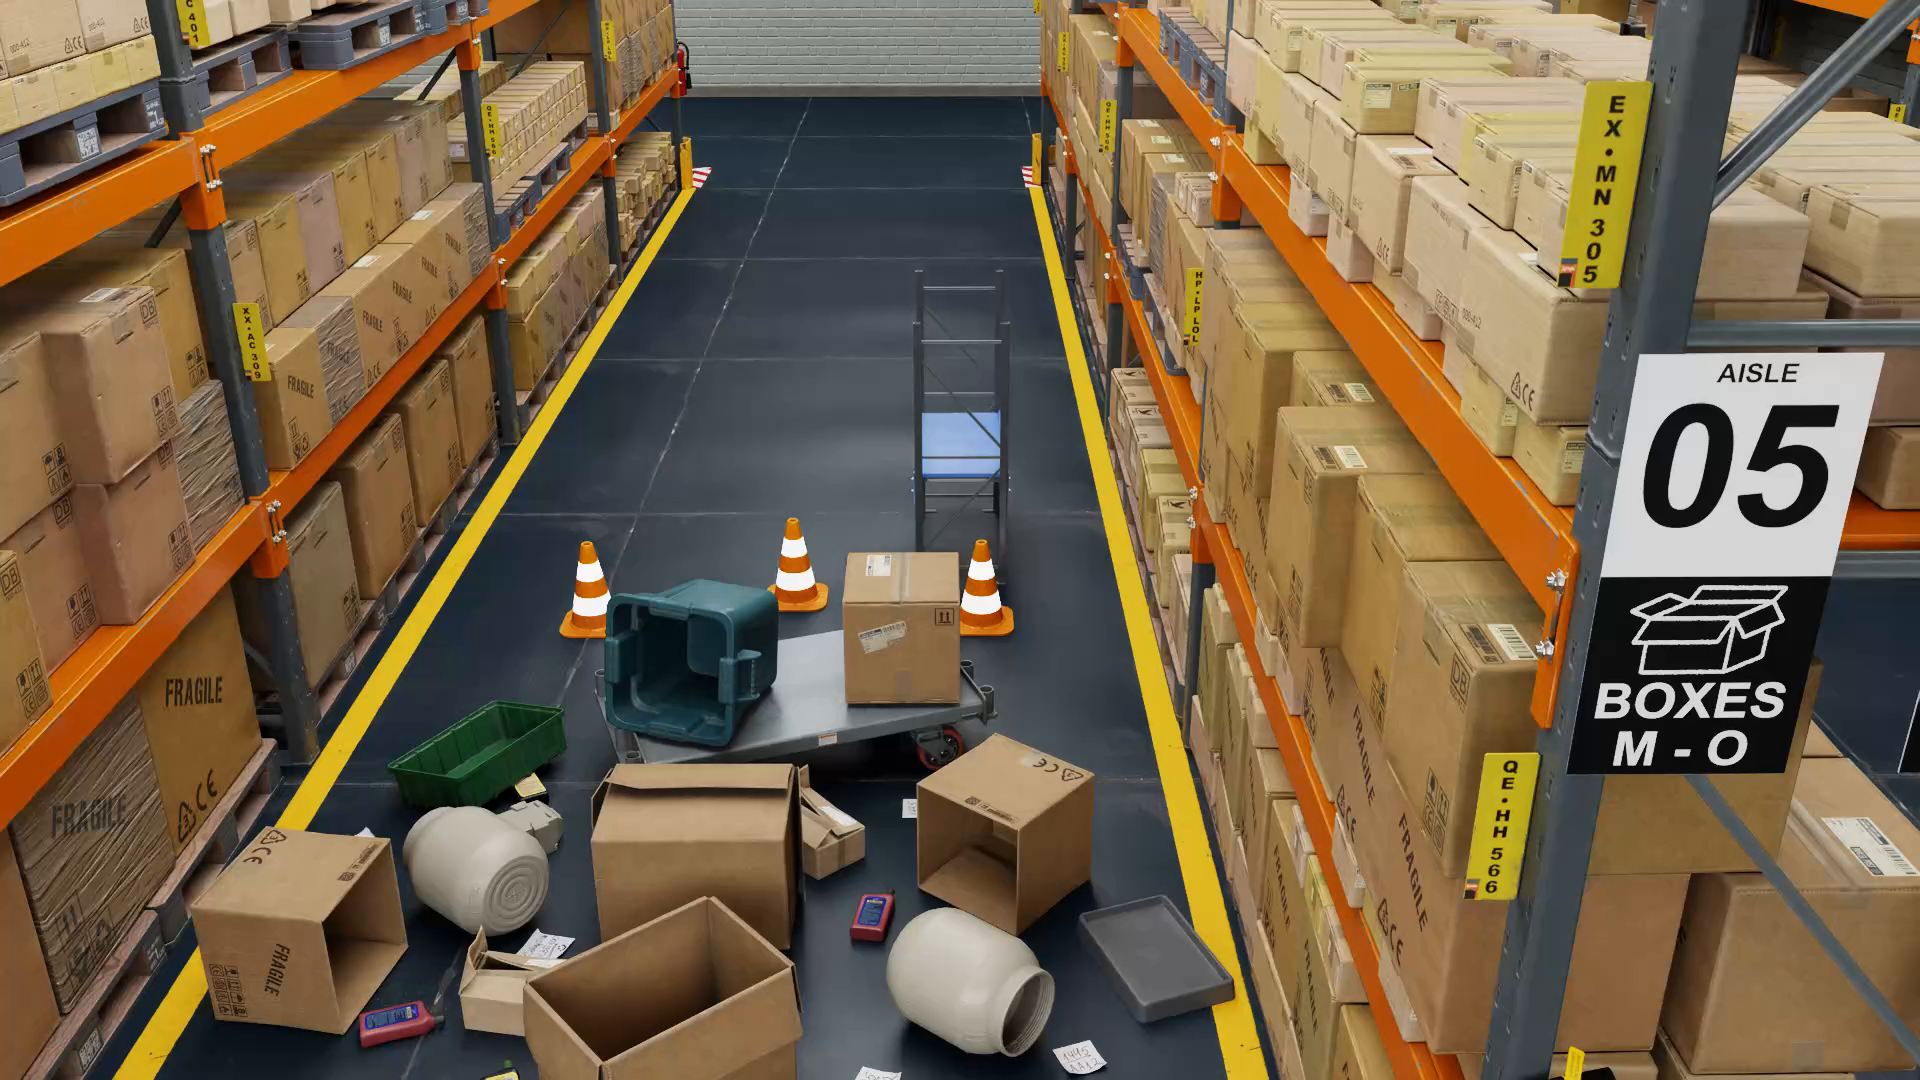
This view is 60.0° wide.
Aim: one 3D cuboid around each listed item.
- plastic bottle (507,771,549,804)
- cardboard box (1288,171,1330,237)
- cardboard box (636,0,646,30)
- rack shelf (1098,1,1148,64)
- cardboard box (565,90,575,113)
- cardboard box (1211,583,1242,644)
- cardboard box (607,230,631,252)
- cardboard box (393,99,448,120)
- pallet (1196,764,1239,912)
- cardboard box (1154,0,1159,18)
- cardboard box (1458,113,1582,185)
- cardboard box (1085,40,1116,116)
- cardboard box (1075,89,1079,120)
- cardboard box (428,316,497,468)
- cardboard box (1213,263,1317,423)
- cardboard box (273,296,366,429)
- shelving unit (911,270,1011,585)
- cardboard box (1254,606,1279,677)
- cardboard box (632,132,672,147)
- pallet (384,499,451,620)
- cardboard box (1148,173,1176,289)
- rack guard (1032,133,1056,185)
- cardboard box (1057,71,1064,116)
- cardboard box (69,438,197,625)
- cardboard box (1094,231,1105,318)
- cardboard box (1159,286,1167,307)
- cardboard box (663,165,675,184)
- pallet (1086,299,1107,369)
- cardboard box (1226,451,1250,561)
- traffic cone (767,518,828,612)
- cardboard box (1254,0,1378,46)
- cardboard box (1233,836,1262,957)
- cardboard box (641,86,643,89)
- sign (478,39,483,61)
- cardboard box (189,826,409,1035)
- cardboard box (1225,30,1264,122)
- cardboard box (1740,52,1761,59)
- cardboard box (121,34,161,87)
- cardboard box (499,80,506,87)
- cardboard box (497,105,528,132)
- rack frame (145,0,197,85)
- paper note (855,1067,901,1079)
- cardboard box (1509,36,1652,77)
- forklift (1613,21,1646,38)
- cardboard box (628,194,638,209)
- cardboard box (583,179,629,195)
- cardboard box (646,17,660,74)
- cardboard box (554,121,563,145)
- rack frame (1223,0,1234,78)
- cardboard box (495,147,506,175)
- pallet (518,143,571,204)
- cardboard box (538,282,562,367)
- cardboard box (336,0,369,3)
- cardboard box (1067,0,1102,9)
[{"bbox_3d":[-1.909,1.080,7.288,0.133,0.061,0.283,-14,28,-28],"label":"plastic bottle"},{"bbox_3d":[1.212,-1.021,5.032,0.380,0.149,0.250,-1,24,-2],"label":"cardboard box"},{"bbox_3d":[-3.269,-5.119,15.733,0.500,0.500,0.500,-1,24,-2],"label":"cardboard box"},{"bbox_3d":[1.462,-3.941,12.057,1.077,0.370,4.000,0,24,-1],"label":"rack shelf"},{"bbox_3d":[-3.302,-3.501,13.285,0.380,0.149,0.250,1,24,2],"label":"cardboard box"},{"bbox_3d":[1.206,0.290,6.598,0.380,0.149,0.250,0,24,0],"label":"cardboard box"},{"bbox_3d":[-3.191,-2.706,15.044,0.380,0.149,0.250,-1,24,-3],"label":"cardboard box"},{"bbox_3d":[-3.940,-3.095,12.026,0.380,0.149,0.250,1,24,2],"label":"cardboard box"},{"bbox_3d":[1.570,1.117,7.024,1.003,0.211,1.213,0,24,-1],"label":"pallet"},{"bbox_3d":[1.320,-3.148,9.593,0.396,0.266,0.258,0,24,-1],"label":"cardboard box"},{"bbox_3d":[1.336,-0.852,3.690,0.380,0.149,0.250,0,24,0],"label":"cardboard box"},{"bbox_3d":[1.206,-3.416,12.328,0.500,0.500,0.500,-1,24,-1],"label":"cardboard box"},{"bbox_3d":[1.197,-3.489,13.399,0.500,0.250,0.500,0,24,0],"label":"cardboard box"},{"bbox_3d":[-3.548,-0.929,10.385,1.050,0.750,0.750,-1,24,-1],"label":"cardboard box"},{"bbox_3d":[1.299,-0.674,5.904,0.700,0.500,0.500,0,24,0],"label":"cardboard box"},{"bbox_3d":[-3.164,-0.838,7.840,0.500,0.500,0.500,0,24,0],"label":"cardboard box"},{"bbox_3d":[0.001,-0.648,9.363,0.538,1.500,1.048,0,24,-1],"label":"shelving unit"},{"bbox_3d":[1.215,0.343,5.656,0.380,0.149,0.250,0,24,0],"label":"cardboard box"},{"bbox_3d":[-3.293,-4.257,17.751,0.380,0.149,0.250,0,24,0],"label":"cardboard box"},{"bbox_3d":[-3.521,0.083,9.310,1.003,0.211,1.213,0,24,-1],"label":"pallet"},{"bbox_3d":[1.281,-1.624,8.710,0.500,0.500,0.500,-1,24,-3],"label":"cardboard box"},{"bbox_3d":[1.397,-4.246,18.531,1.175,0.500,0.348,0,24,-1],"label":"rack guard"},{"bbox_3d":[1.169,-4.174,15.217,0.500,0.500,0.500,-1,24,-2],"label":"cardboard box"},{"bbox_3d":[-3.376,-0.056,6.051,0.875,0.550,0.550,0,24,-1],"label":"cardboard box"},{"bbox_3d":[1.545,-2.322,13.314,0.875,0.875,0.875,0,24,1],"label":"cardboard box"},{"bbox_3d":[1.271,-1.354,8.899,0.380,0.149,0.250,1,24,1],"label":"cardboard box"},{"bbox_3d":[-3.233,-3.882,17.642,0.380,0.149,0.250,0,24,1],"label":"cardboard box"},{"bbox_3d":[1.541,-1.634,13.107,1.003,0.211,1.213,0,24,-1],"label":"pallet"},{"bbox_3d":[1.283,-0.222,6.118,0.500,0.500,0.500,0,24,-1],"label":"cardboard box"},{"bbox_3d":[-0.889,0.106,8.953,0.336,0.463,0.334,0,24,-1],"label":"traffic cone"},{"bbox_3d":[1.237,-1.807,5.803,0.380,0.149,0.250,0,24,1],"label":"cardboard box"},{"bbox_3d":[1.290,1.314,6.031,0.500,0.250,0.500,-1,24,-1],"label":"cardboard box"},{"bbox_3d":[-3.340,-4.532,16.435,0.380,0.149,0.250,-1,24,-3],"label":"cardboard box"},{"bbox_3d":[-4.051,-4.051,14.017,0.100,0.325,0.005,0,24,-1],"label":"sign"},{"bbox_3d":[-2.378,1.407,6.030,0.500,0.500,0.500,4,25,9],"label":"cardboard box"},{"bbox_3d":[1.259,-1.681,6.008,0.500,0.250,0.500,-1,24,-2],"label":"cardboard box"},{"bbox_3d":[6.185,-3.787,13.852,0.700,0.500,0.500,0,24,1],"label":"cardboard box"},{"bbox_3d":[-3.097,-1.706,5.917,0.380,0.149,0.250,0,24,-1],"label":"cardboard box"},{"bbox_3d":[-3.964,-3.711,13.748,0.380,0.149,0.250,0,24,0],"label":"cardboard box"},{"bbox_3d":[-3.287,-2.986,11.785,0.380,0.149,0.250,1,24,2],"label":"cardboard box"},{"bbox_3d":[-3.421,-3.099,5.683,1.000,3.000,0.127,0,24,-1],"label":"rack frame"},{"bbox_3d":[-0.289,1.845,5.647,0.148,0.019,0.142,8,26,18],"label":"paper note"},{"bbox_3d":[1.831,-1.381,4.862,0.380,0.149,0.250,0,24,0],"label":"cardboard box"},{"bbox_3d":[3.040,-1.083,8.588,1.130,2.935,3.031,0,24,0],"label":"forklift"},{"bbox_3d":[-3.303,-3.270,15.929,0.380,0.149,0.250,1,24,2],"label":"cardboard box"},{"bbox_3d":[-3.326,-3.294,15.621,0.380,0.149,0.250,-1,24,-2],"label":"cardboard box"},{"bbox_3d":[-3.274,-4.887,16.432,0.500,0.500,0.500,0,24,0],"label":"cardboard box"},{"bbox_3d":[-3.290,-3.149,12.868,0.380,0.149,0.250,-1,24,-3],"label":"cardboard box"},{"bbox_3d":[1.528,-3.163,5.824,1.000,3.000,0.127,0,24,-1],"label":"rack frame"},{"bbox_3d":[-3.274,-2.539,11.157,0.380,0.149,0.250,1,24,2],"label":"cardboard box"},{"bbox_3d":[-3.527,-2.742,12.406,1.003,0.211,1.213,0,24,-1],"label":"pallet"},{"bbox_3d":[-3.226,-1.566,12.097,0.500,0.500,0.500,0,24,0],"label":"cardboard box"},{"bbox_3d":[-3.165,-2.948,8.237,0.500,0.500,0.500,0,24,-1],"label":"cardboard box"},{"bbox_3d":[1.119,-4.649,14.266,0.380,0.149,0.250,-1,24,-2],"label":"cardboard box"}]
